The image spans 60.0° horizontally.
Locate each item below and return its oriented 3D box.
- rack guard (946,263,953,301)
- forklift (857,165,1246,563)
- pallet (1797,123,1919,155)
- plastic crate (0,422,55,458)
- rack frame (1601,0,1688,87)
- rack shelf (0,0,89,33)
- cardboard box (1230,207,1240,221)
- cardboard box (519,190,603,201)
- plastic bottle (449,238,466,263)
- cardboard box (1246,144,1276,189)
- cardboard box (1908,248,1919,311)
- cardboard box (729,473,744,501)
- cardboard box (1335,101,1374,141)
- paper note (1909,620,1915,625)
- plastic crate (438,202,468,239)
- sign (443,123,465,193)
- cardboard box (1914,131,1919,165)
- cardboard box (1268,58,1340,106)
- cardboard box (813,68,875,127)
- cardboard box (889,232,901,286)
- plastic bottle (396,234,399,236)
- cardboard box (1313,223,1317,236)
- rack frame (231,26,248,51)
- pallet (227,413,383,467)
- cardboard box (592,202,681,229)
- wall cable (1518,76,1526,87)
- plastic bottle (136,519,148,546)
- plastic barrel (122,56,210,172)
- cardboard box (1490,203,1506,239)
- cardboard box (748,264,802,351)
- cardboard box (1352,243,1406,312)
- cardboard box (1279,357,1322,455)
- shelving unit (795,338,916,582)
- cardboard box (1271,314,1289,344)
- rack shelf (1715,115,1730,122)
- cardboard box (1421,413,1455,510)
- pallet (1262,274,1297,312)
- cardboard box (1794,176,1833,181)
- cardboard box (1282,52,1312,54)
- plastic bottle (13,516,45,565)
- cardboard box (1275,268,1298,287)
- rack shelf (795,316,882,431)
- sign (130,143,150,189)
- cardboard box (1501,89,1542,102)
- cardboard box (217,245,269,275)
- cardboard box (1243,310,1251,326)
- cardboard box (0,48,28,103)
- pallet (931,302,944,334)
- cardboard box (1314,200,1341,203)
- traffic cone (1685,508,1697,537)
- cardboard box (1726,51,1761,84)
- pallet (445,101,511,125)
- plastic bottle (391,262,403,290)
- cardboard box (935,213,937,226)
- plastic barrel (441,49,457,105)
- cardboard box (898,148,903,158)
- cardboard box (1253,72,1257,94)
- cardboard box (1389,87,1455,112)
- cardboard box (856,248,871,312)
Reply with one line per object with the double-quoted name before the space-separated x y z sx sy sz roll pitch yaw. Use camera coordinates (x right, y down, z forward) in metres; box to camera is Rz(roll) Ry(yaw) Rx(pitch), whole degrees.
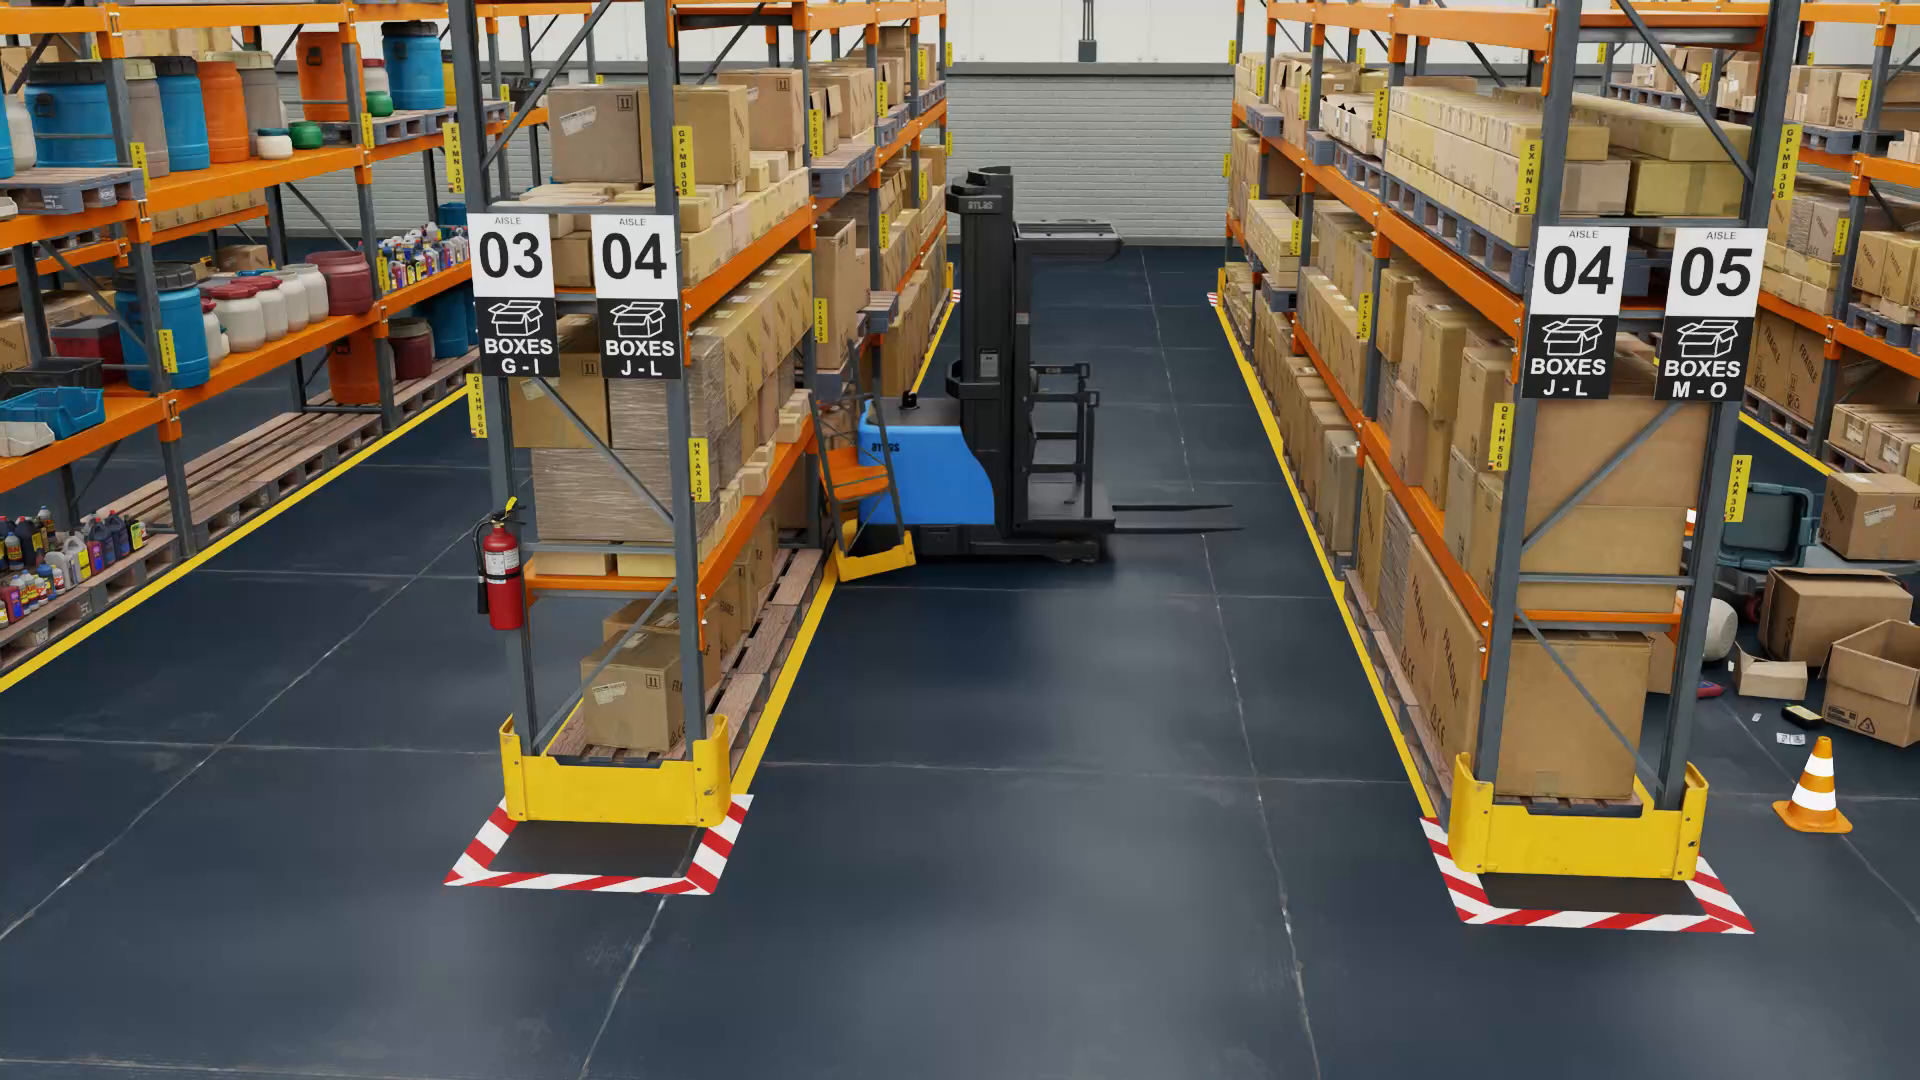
"rack guard" -0.693 -3.738 24.027 1.175 0.500 0.348 1 18 4
"forklift" 0.720 -1.380 12.928 3.031 2.935 1.130 0 18 0
"pallet" 8.609 -3.749 15.533 1.213 0.211 1.003 2 18 6
"plastic crate" -6.359 -0.666 11.063 0.530 0.136 0.437 1 18 4
"rack frame" 9.190 -7.548 22.005 1.000 3.000 0.127 1 18 4
"rack shelf" -11.005 -5.596 17.846 1.077 0.370 4.000 1 18 4
"cardboard box" 3.845 -4.401 22.440 0.380 0.149 0.250 1 18 2
"cardboard box" -2.087 -1.751 8.733 0.380 0.149 0.250 0 18 2
"plastic bottle" -5.700 -3.286 18.833 0.152 0.276 0.135 1 18 4
"cardboard box" 3.754 -4.510 20.126 0.500 0.500 0.500 1 18 2
"cardboard box" 8.291 -2.139 13.821 0.500 0.500 0.500 2 18 5
"cardboard box" -1.501 -0.301 9.927 0.380 0.149 0.250 1 18 4
"cardboard box" 3.328 -3.386 13.431 0.500 0.311 0.500 1 18 3
"paper note" 6.590 0.568 11.642 0.148 0.019 0.142 1 18 4
"plastic crate" -6.228 -3.960 20.620 0.392 0.384 0.575 1 18 4
"sign" -2.394 -1.813 7.901 0.100 0.325 0.005 1 18 4
"cardboard box" 8.538 -3.391 13.976 0.700 0.500 0.500 1 18 4
"cardboard box" 3.822 -5.091 18.490 0.700 0.500 0.500 1 18 4
"cardboard box" -1.053 -3.990 15.002 0.500 0.500 0.500 2 18 5
"cardboard box" -0.894 -2.945 17.433 0.500 0.500 0.500 1 18 3
"plastic bottle" -6.437 -3.351 19.019 0.061 0.283 0.133 1 18 4
"cardboard box" 4.073 -3.383 18.182 0.380 0.149 0.250 1 18 2
"rack frame" -10.575 -7.991 23.359 1.000 3.000 0.127 1 18 4
"pallet" -6.303 -0.979 16.072 1.003 0.211 1.213 1 18 4
"cardboard box" -1.591 -1.573 8.189 0.380 0.149 0.250 1 18 4
"wall cable" 9.571 -6.946 28.123 0.585 1.953 0.123 1 18 4
"plastic bottle" -6.210 -0.061 12.580 0.097 0.201 0.097 0 18 0
"plastic barrel" -6.582 -3.534 13.769 0.600 0.901 0.708 1 18 4
"cardboard box" 2.803 -1.549 8.084 0.380 0.149 0.250 1 18 4
"cardboard box" -1.347 -1.554 11.104 0.500 0.500 0.500 1 18 4
"cardboard box" 3.486 -2.043 13.073 0.700 0.500 0.500 1 18 4
"cardboard box" 3.538 -1.235 15.312 1.050 0.750 0.750 1 18 3
"shelving unit" -0.844 -0.631 12.629 0.587 1.500 1.083 -13 26 -8
"cardboard box" 3.537 -2.192 17.431 0.500 0.250 0.500 2 18 5
"rack shelf" 9.046 -5.159 20.689 1.077 0.370 4.000 1 18 4
"cardboard box" 3.259 -0.502 9.897 0.875 0.550 0.500 1 18 4
"pallet" 3.616 -2.424 16.311 1.213 0.211 1.003 1 18 4
"cardboard box" 9.092 -3.672 18.045 0.500 0.500 0.500 2 18 5
"cardboard box" 4.514 -6.447 22.262 0.380 0.149 0.250 1 18 3
"plastic bottle" -6.823 -0.007 12.175 0.144 0.351 0.185 1 18 4
"cardboard box" 3.249 -2.535 16.071 0.380 0.149 0.250 2 18 5
"rack shelf" -1.412 -1.470 14.248 1.077 0.370 4.000 1 18 4
"sign" -5.947 -2.716 12.062 0.100 0.325 0.005 1 18 4
"cardboard box" 3.658 -2.782 10.566 0.380 0.149 0.250 1 18 4
"cardboard box" -10.369 -3.987 24.082 0.500 0.500 0.500 1 18 4
"cardboard box" 3.671 -2.709 20.299 0.380 0.149 0.250 0 18 1
"cardboard box" -10.997 -5.255 18.831 0.600 0.600 0.600 1 18 3
"pallet" -0.764 -2.965 22.132 1.003 0.211 1.213 1 18 4
"cardboard box" 4.124 -3.767 18.877 0.380 0.149 0.250 2 18 6
"traffic cone" 6.045 -0.293 13.574 0.336 0.463 0.334 1 18 4
"cardboard box" 9.155 -5.352 19.128 0.500 0.500 0.500 2 18 5
"pallet" -5.881 -4.876 18.973 1.213 0.211 1.003 1 18 4
"plastic bottle" -5.786 -2.717 17.084 0.061 0.283 0.133 1 18 4
"cardboard box" -0.502 -4.206 21.845 0.380 0.149 0.250 2 18 5
"plastic barrel" -5.785 -5.213 18.720 0.600 0.588 0.600 0 18 0
"cardboard box" -1.034 -5.046 22.564 0.500 0.500 0.500 1 18 3
"cardboard box" 3.787 -5.436 19.815 0.500 0.250 0.500 1 18 2
"cardboard box" 3.020 -2.876 10.852 0.380 0.149 0.250 1 18 4
"cardboard box" -1.207 -2.336 14.900 0.700 0.500 0.500 4 19 12
